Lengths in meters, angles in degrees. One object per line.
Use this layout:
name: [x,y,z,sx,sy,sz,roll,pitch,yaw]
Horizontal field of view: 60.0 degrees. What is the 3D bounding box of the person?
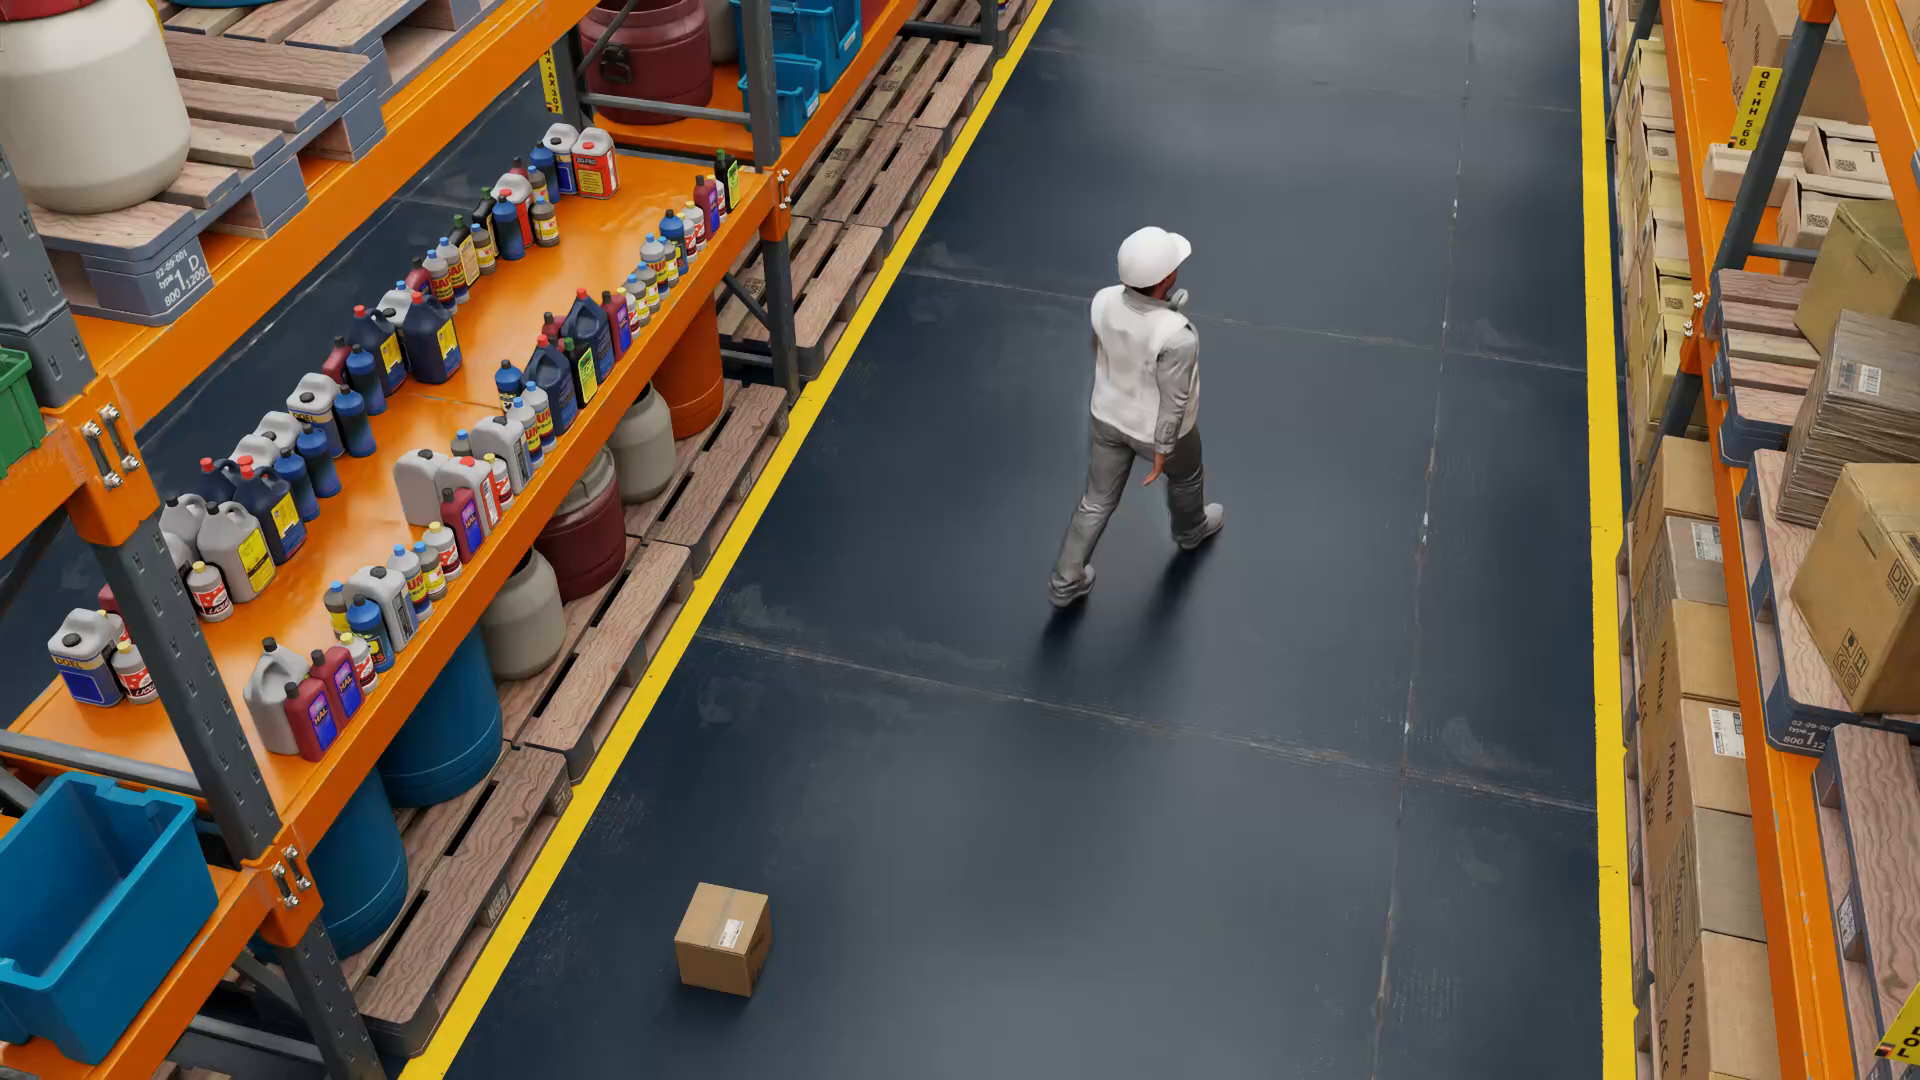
person: [0.757,-0.545,6.775,0.539,1.724,1.032,28,48,29]
